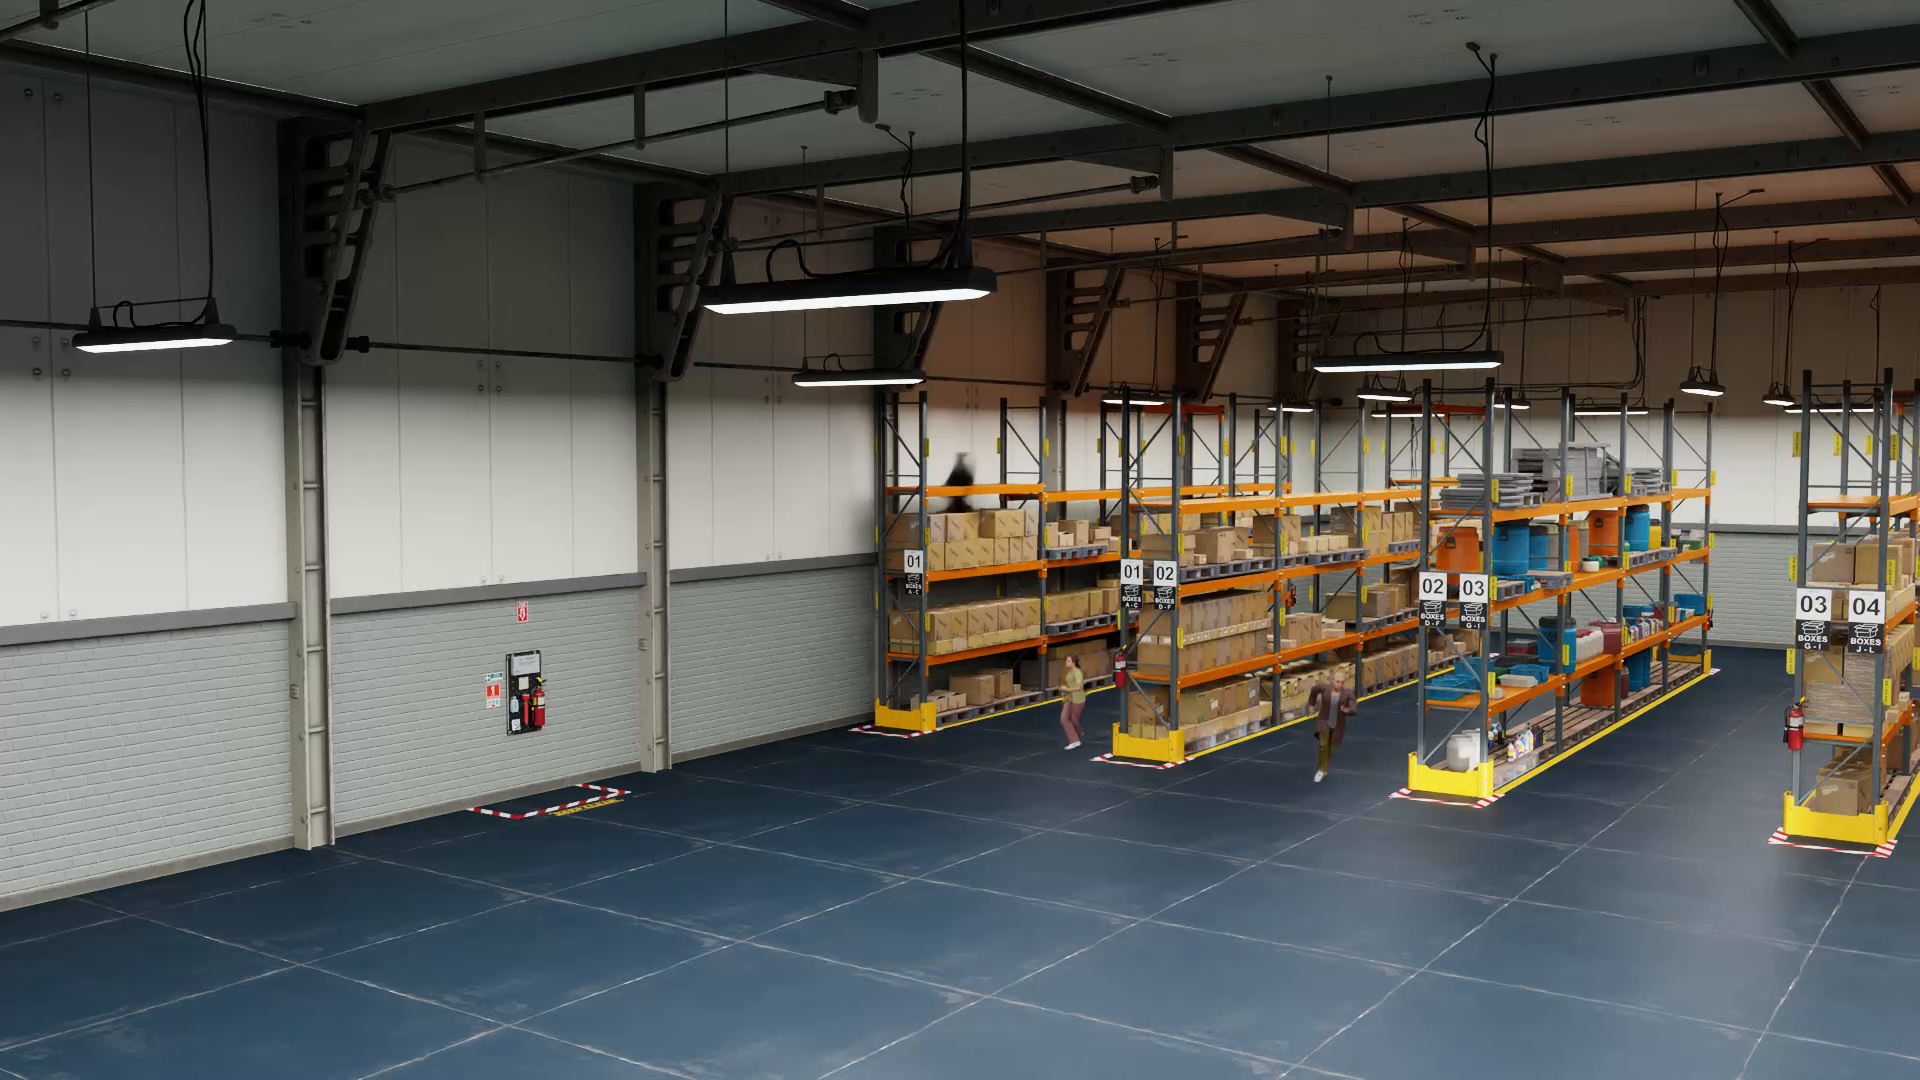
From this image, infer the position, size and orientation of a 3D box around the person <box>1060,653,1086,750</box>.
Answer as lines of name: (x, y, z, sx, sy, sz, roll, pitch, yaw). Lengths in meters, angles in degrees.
person: (1.947, 2.684, 27.765, 0.653, 1.608, 0.703, -2, 4, -32)

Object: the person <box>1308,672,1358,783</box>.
person: (5.579, 2.782, 24.869, 0.672, 1.651, 1.079, 0, 3, 5)
